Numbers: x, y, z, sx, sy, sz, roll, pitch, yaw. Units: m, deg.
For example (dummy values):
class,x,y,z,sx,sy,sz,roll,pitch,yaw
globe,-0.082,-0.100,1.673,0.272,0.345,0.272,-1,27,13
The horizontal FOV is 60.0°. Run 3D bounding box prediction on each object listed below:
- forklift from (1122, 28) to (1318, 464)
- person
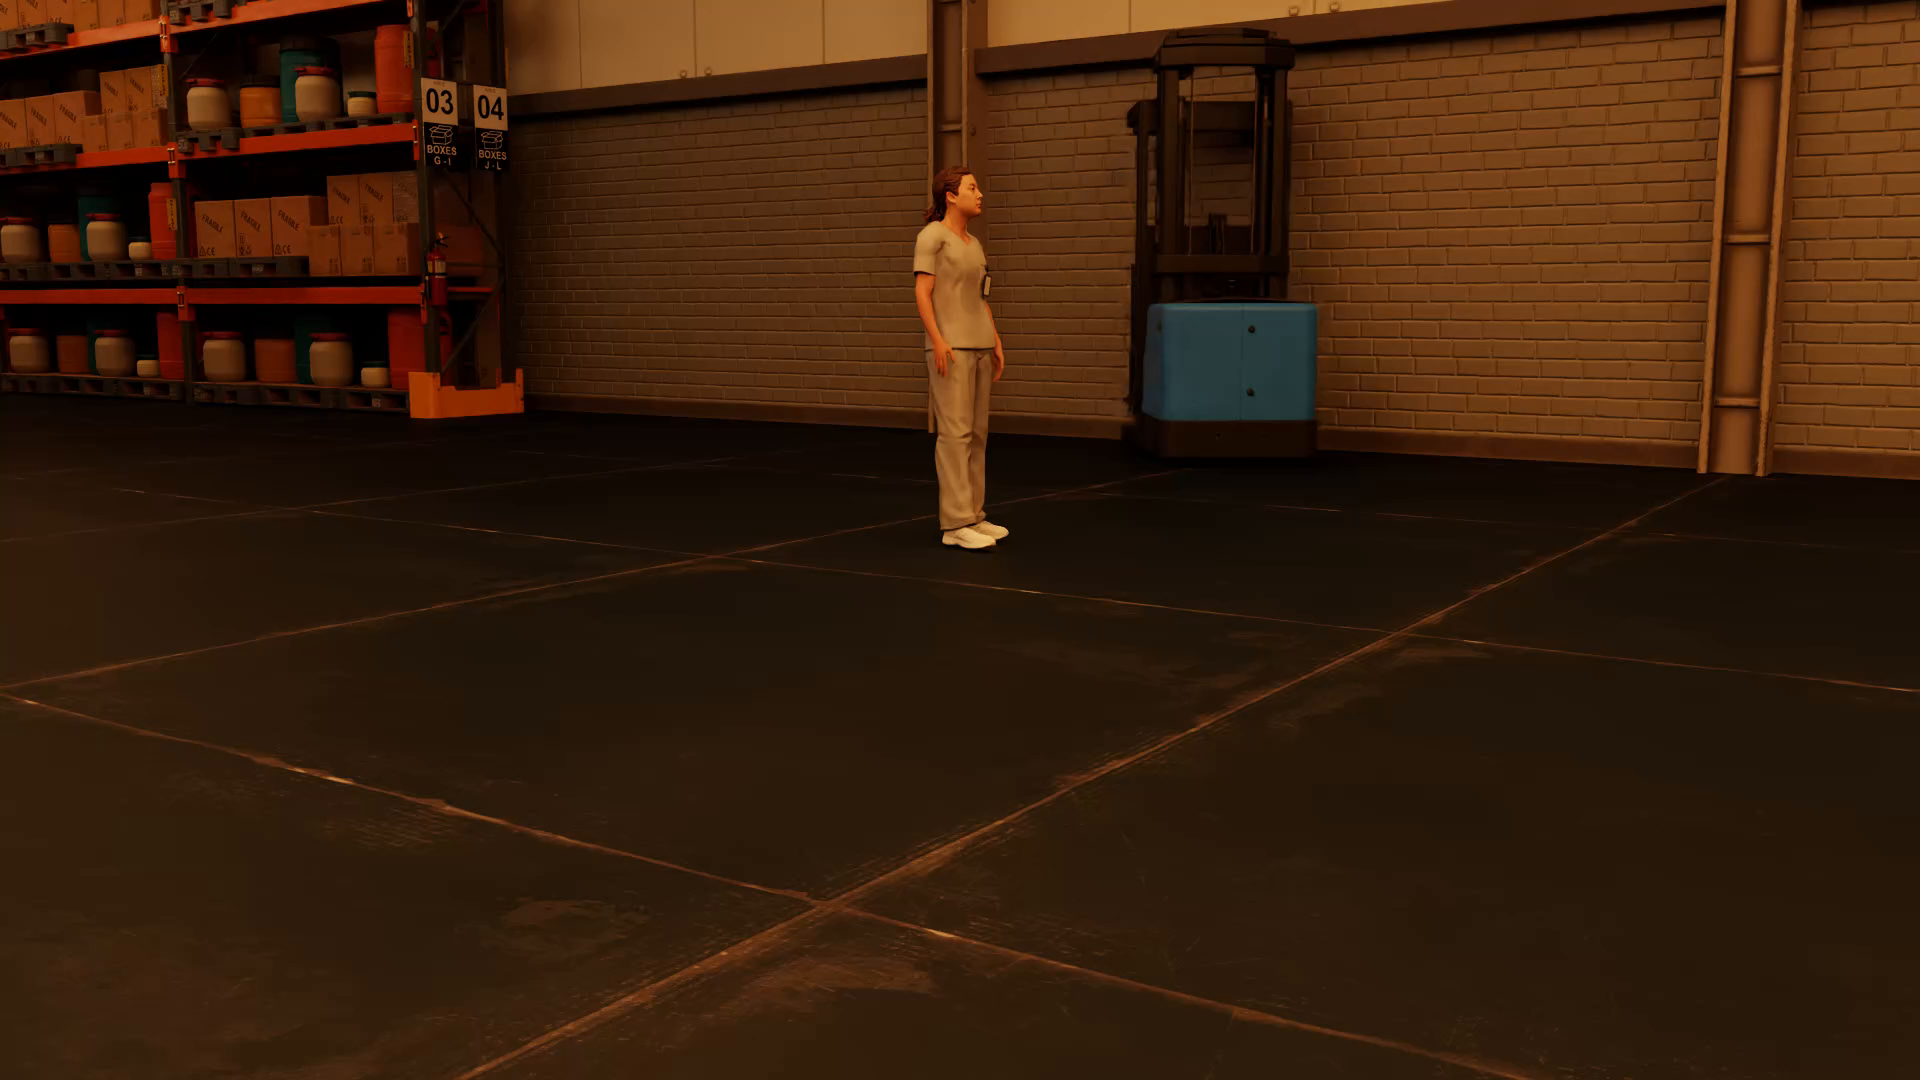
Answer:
class,x,y,z,sx,sy,sz,roll,pitch,yaw
forklift,1.805,-2.133,12.192,1.130,2.935,3.031,0,8,-1
person,0.054,-0.830,7.432,0.548,1.673,0.549,5,10,34
